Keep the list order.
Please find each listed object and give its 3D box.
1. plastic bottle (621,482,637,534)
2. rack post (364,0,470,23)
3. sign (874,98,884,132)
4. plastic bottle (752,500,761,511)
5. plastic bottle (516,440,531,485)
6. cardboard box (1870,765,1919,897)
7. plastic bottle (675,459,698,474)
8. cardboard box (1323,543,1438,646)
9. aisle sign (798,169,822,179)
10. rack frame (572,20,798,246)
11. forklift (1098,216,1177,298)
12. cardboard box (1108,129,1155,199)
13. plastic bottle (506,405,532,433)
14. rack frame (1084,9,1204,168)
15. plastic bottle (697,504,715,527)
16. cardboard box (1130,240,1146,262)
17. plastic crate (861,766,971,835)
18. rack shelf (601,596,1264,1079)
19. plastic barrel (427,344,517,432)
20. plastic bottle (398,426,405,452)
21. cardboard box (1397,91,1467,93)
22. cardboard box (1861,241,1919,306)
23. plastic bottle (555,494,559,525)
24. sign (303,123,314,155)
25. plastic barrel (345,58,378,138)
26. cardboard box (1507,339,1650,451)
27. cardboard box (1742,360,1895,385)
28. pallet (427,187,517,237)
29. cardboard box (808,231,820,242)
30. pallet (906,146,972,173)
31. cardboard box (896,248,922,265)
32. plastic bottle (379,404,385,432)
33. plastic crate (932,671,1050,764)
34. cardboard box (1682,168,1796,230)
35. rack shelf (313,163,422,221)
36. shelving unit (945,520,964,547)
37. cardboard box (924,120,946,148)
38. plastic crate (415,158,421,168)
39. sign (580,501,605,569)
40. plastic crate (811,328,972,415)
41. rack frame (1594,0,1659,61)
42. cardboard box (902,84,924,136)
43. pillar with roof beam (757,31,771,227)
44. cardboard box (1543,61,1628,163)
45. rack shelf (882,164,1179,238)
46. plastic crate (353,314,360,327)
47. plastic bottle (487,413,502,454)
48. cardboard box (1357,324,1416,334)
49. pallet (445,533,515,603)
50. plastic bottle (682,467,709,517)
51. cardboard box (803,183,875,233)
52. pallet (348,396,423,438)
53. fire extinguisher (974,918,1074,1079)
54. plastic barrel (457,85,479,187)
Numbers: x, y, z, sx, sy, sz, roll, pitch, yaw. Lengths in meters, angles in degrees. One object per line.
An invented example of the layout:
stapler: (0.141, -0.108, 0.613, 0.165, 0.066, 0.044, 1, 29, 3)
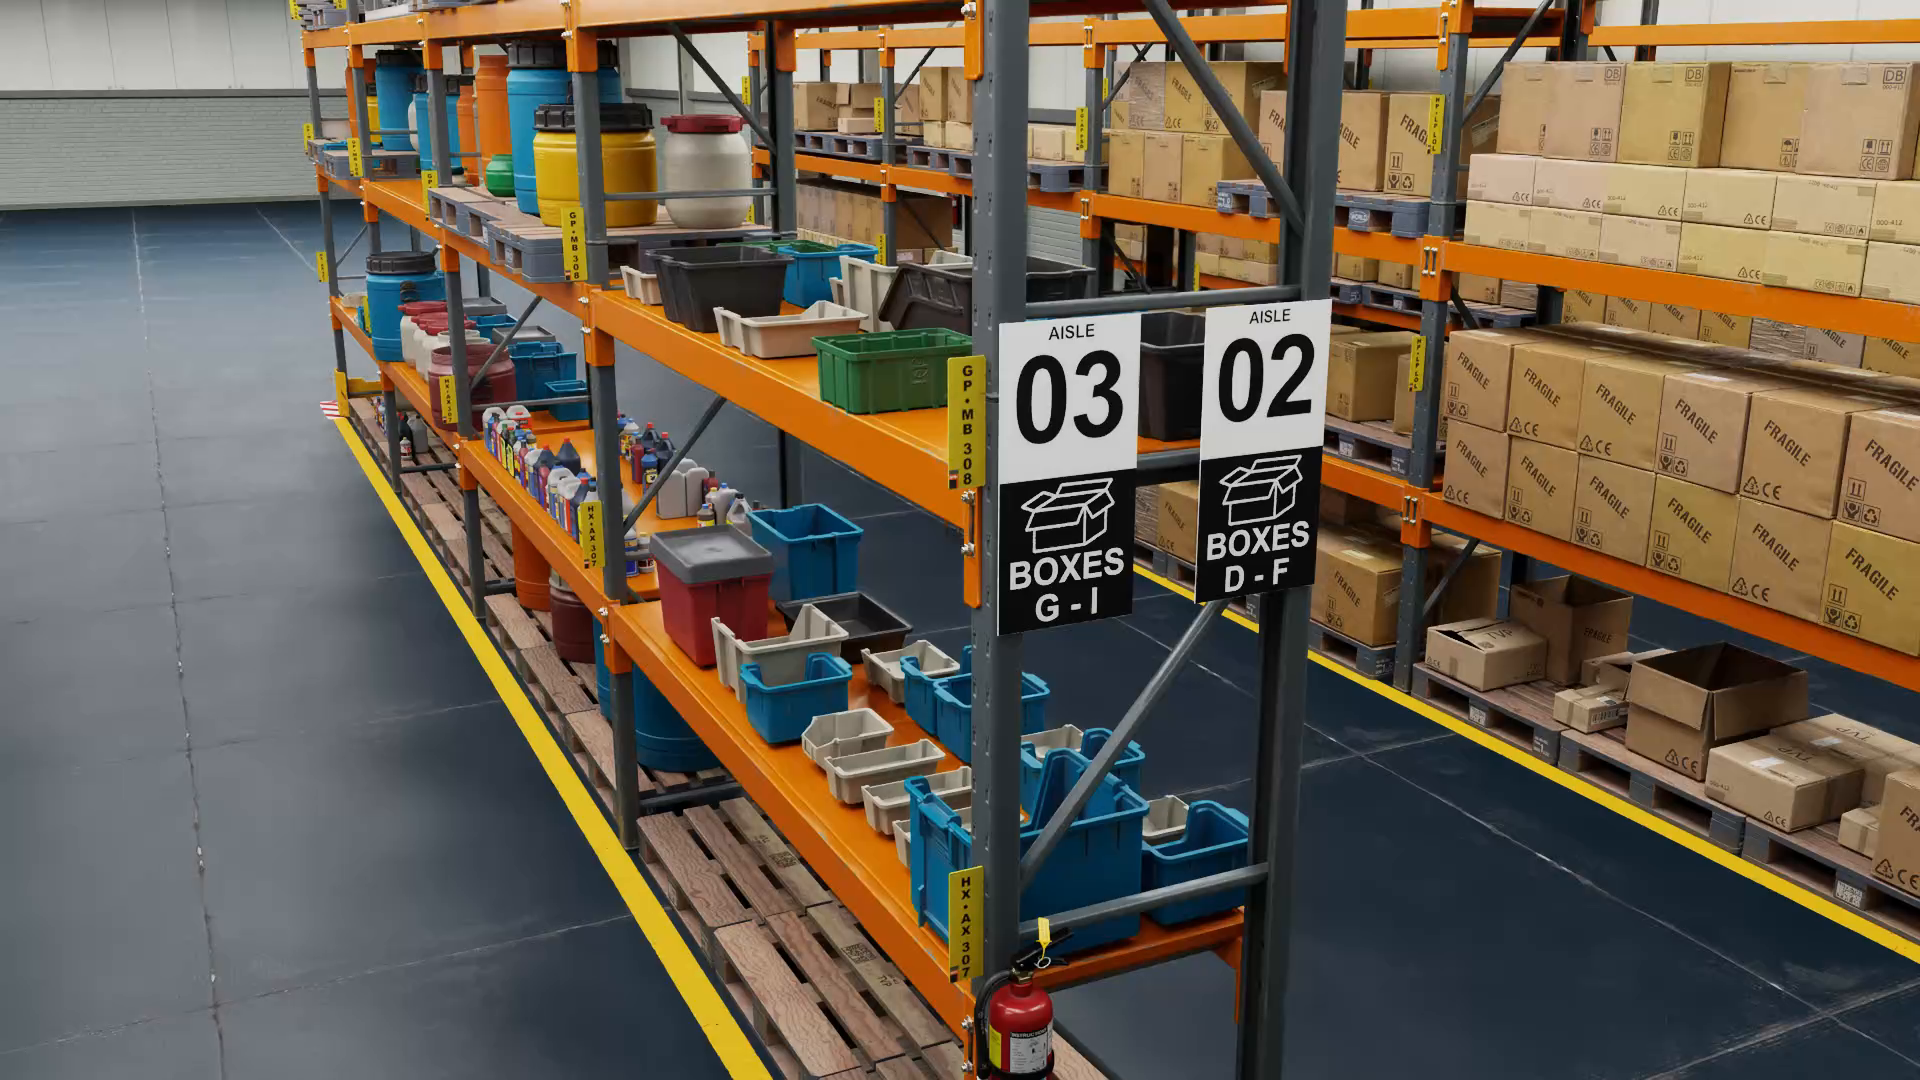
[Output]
plastic bottle: (-1.816, -0.139, 8.885, 0.144, 0.351, 0.185, -8, 18, -25)
rack post: (-3.813, -4.442, 12.553, 1.013, 1.000, 3.121, -8, 18, -25)
sign: (-0.797, -4.199, 16.425, 0.100, 0.325, 0.005, -8, 18, -25)
plastic bottle: (-1.084, -0.076, 8.789, 0.061, 0.283, 0.133, -8, 18, -25)
plastic bottle: (-2.671, -0.479, 10.215, 0.097, 0.271, 0.097, 0, 16, 0)
cardboard box: (4.499, 1.323, 7.438, 0.500, 0.500, 0.500, -8, 18, -25)
plastic bottle: (-1.616, -0.345, 9.739, 0.152, 0.276, 0.135, -8, 18, -25)
cardboard box: (2.732, 0.348, 10.834, 0.500, 0.500, 0.500, -8, 18, -25)
aisle sign: (-1.816, -4.831, 20.434, 0.394, 0.787, 0.004, -8, 18, -25)
rack frame: (-1.248, -2.840, 7.334, 1.000, 3.000, 0.127, -8, 18, -25)
forklift: (1.934, -2.292, 16.423, 1.130, 2.935, 3.031, -8, 18, -26)
cardboard box: (1.675, -2.932, 12.910, 0.910, 0.500, 0.500, -8, 18, -25)
plastic bottle: (-2.965, -0.761, 11.189, 0.152, 0.276, 0.135, -8, 18, -25)
rack frame: (1.454, -4.430, 12.872, 1.000, 3.000, 0.127, -8, 18, -25)
plastic bottle: (-1.373, -0.093, 8.996, 0.097, 0.201, 0.097, 0, 16, 0)
cardboard box: (2.569, -3.780, 21.722, 0.500, 0.250, 0.500, -8, 18, -27)
plastic crate: (-0.130, 0.879, 5.618, 0.396, 0.136, 0.243, -8, 18, -25)
rack shelf: (-0.372, 0.885, 6.532, 1.077, 0.370, 4.000, -8, 18, -25)
plastic barrel: (-3.476, -1.092, 11.872, 0.600, 0.536, 0.708, -8, 18, -25)
plastic bottle: (-5.260, -0.925, 15.664, 0.061, 0.283, 0.133, -7, 17, -22)
cardboard box: (4.861, -4.378, 17.188, 0.500, 0.500, 0.500, -8, 18, -27)
cardboard box: (4.287, -1.153, 7.164, 0.500, 0.250, 0.500, -8, 18, -25)
plastic bottle: (-2.227, -0.194, 9.349, 0.097, 0.201, 0.097, 0, 16, 0)
sign: (-7.002, -4.313, 17.887, 0.100, 0.325, 0.005, -8, 18, -25)
plastic barrel: (-6.178, -4.677, 17.633, 0.600, 0.830, 0.708, -8, 18, -25)
cardboard box: (3.386, -0.804, 9.121, 0.500, 0.500, 0.500, -8, 18, -27)
cardboard box: (4.327, -0.612, 8.452, 0.500, 0.500, 0.500, -8, 18, -25)
pallet: (-2.753, -2.098, 10.528, 1.003, 0.211, 1.213, -8, 18, -25)
cardboard box: (-1.507, -3.447, 18.967, 0.380, 0.149, 0.250, -8, 18, -26)
pallet: (0.099, -3.671, 16.012, 0.805, 0.209, 1.217, -8, 18, -27)
cardboard box: (-0.610, -2.939, 17.198, 0.380, 0.149, 0.250, -8, 18, -25)
plastic bottle: (-5.797, -1.235, 16.765, 0.097, 0.271, 0.097, 0, 16, 0)
plastic crate: (0.115, 0.659, 6.209, 0.416, 0.233, 0.300, -8, 18, -25)
cardboard box: (3.844, -1.640, 7.957, 0.500, 0.250, 0.500, -8, 18, -25)
rack shelf: (-5.629, -3.532, 16.487, 1.077, 0.370, 4.000, -8, 18, -25)
shelving unit: (0.023, -0.491, 13.560, 0.215, 1.050, 0.252, -8, 18, -25)
cardboard box: (-0.037, -3.955, 16.169, 0.500, 0.250, 0.500, -6, 17, -19)
plastic crate: (-5.199, -3.704, 16.167, 0.336, 0.188, 0.450, -8, 18, -25)
sign: (-1.744, -0.024, 7.893, 0.100, 0.325, 0.005, -8, 18, -25)
plastic crate: (-0.185, -0.515, 5.052, 0.450, 0.188, 0.336, -8, 18, -25)
rack frame: (5.905, -5.029, 14.962, 1.000, 3.000, 0.127, -8, 18, -25)
cardboard box: (-0.282, -4.454, 17.198, 0.500, 0.500, 0.500, -6, 17, -20)
pillar with roof beam: (-8.271, -10.887, 35.374, 9.100, 9.000, 0.400, -8, 18, -25)
cardboard box: (3.545, -2.268, 8.782, 0.700, 0.500, 0.500, -8, 18, -25)
rack shelf: (0.578, -3.138, 15.114, 1.077, 0.370, 4.000, -8, 18, -25)
plastic crate: (-5.692, -2.185, 16.406, 0.530, 0.136, 0.437, -8, 18, -25)
plastic bottle: (-3.075, -0.708, 11.013, 0.097, 0.271, 0.097, 0, 16, 0)
cardboard box: (4.686, -2.218, 18.418, 0.500, 0.250, 0.500, -8, 18, -26)
pallet: (-3.305, 0.195, 12.688, 1.003, 0.211, 1.213, -8, 18, -25)
plastic bottle: (-1.514, -0.287, 9.539, 0.152, 0.276, 0.135, -8, 18, -25)
cardboard box: (-1.378, -3.816, 19.078, 0.700, 0.500, 0.500, -8, 18, -25)
pallet: (-6.079, -1.376, 18.164, 1.003, 0.211, 1.213, -8, 18, -25)
fire extinguisher: (0.162, 1.344, 4.445, 0.296, 0.674, 0.183, -8, 18, -25)
plastic barrel: (-3.452, -2.989, 12.511, 0.600, 0.830, 0.708, -8, 18, -25)
